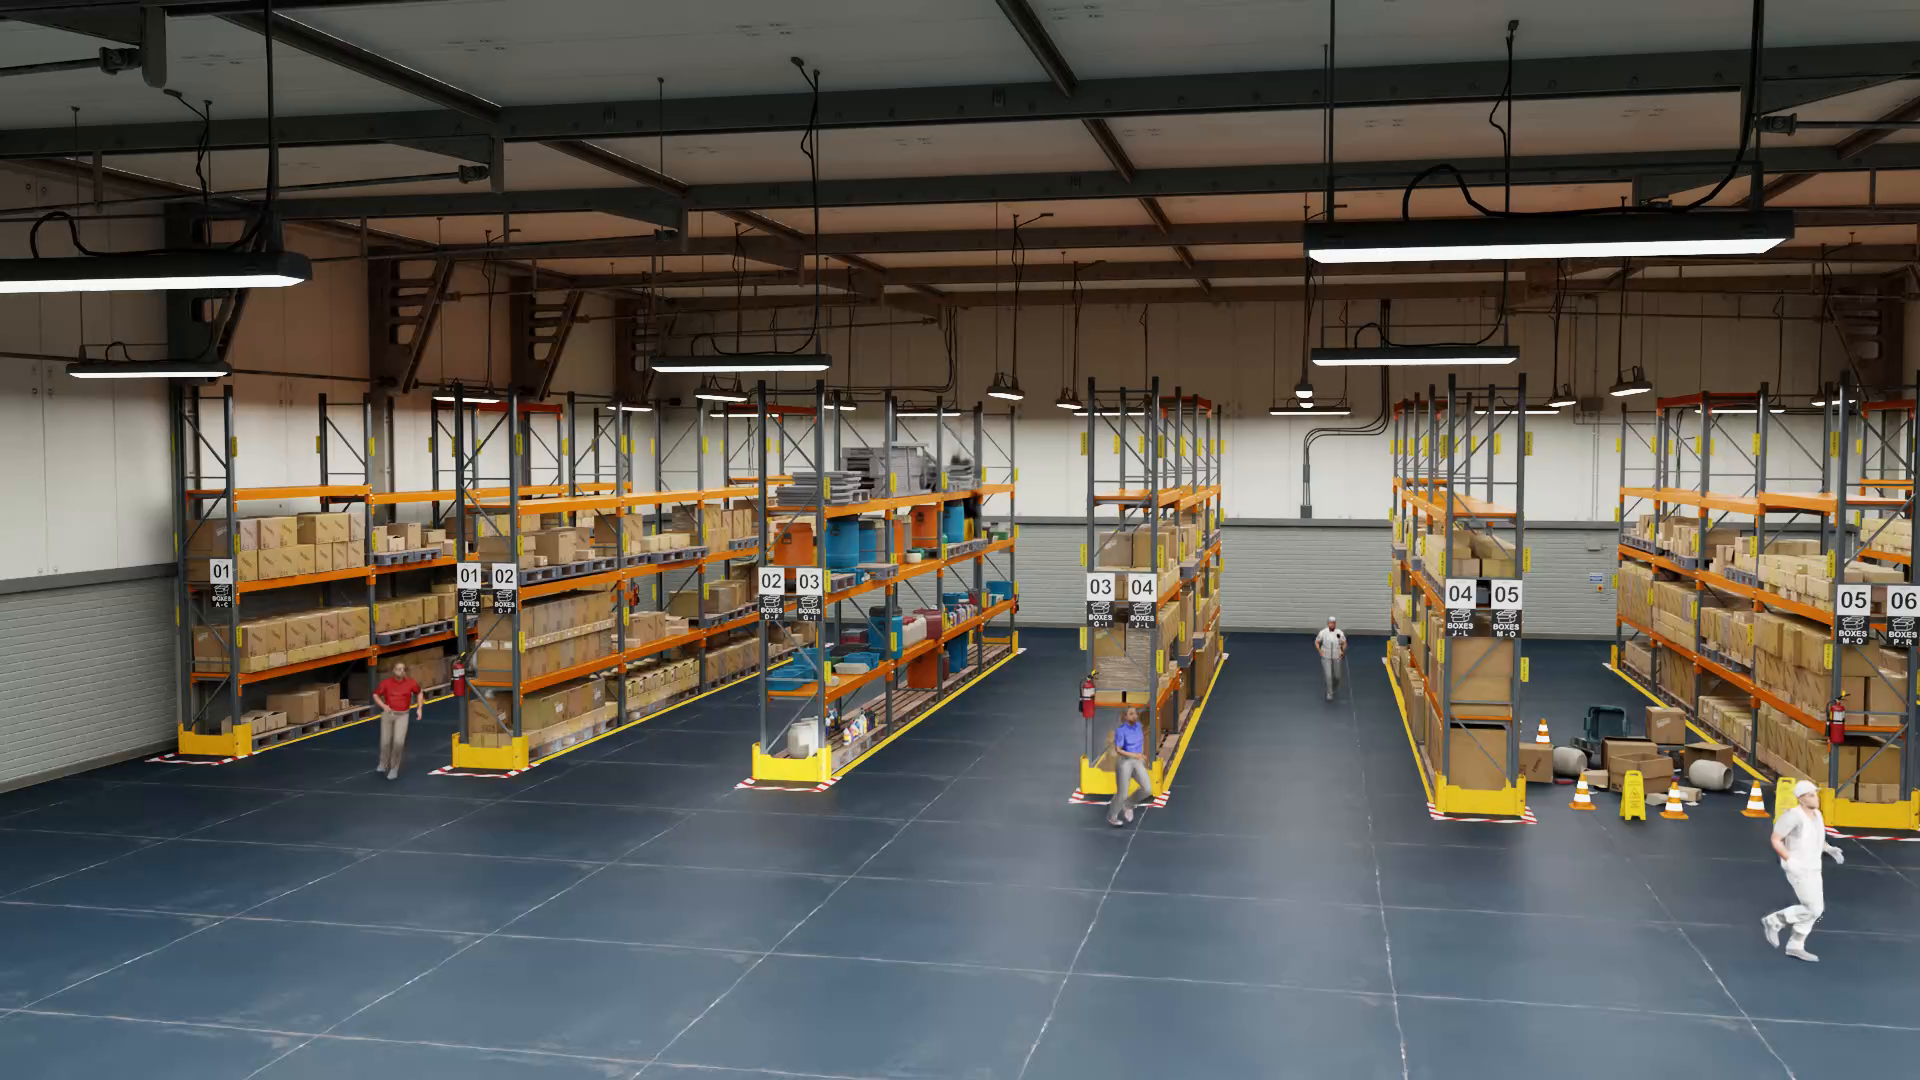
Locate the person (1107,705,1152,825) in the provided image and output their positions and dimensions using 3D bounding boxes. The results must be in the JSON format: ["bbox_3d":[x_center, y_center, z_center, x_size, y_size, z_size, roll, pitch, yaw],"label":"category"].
[{"bbox_3d":[2.263,2.966,21.843,0.599,1.610,0.755,-2,4,-32],"label":"person"}]

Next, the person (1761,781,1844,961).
[{"bbox_3d":[8.258,3.220,16.271,0.645,1.751,0.631,-2,4,-34],"label":"person"}]

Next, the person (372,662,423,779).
[{"bbox_3d":[-8.568,2.746,25.351,0.726,1.773,0.671,-1,3,-16],"label":"person"}]

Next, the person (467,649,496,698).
[{"bbox_3d":[-8.191,2.487,28.775,0.672,1.819,0.928,1,3,9],"label":"person"}]

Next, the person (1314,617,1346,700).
[{"bbox_3d":[7.364,2.340,33.053,0.628,1.636,0.545,0,3,7],"label":"person"}]
